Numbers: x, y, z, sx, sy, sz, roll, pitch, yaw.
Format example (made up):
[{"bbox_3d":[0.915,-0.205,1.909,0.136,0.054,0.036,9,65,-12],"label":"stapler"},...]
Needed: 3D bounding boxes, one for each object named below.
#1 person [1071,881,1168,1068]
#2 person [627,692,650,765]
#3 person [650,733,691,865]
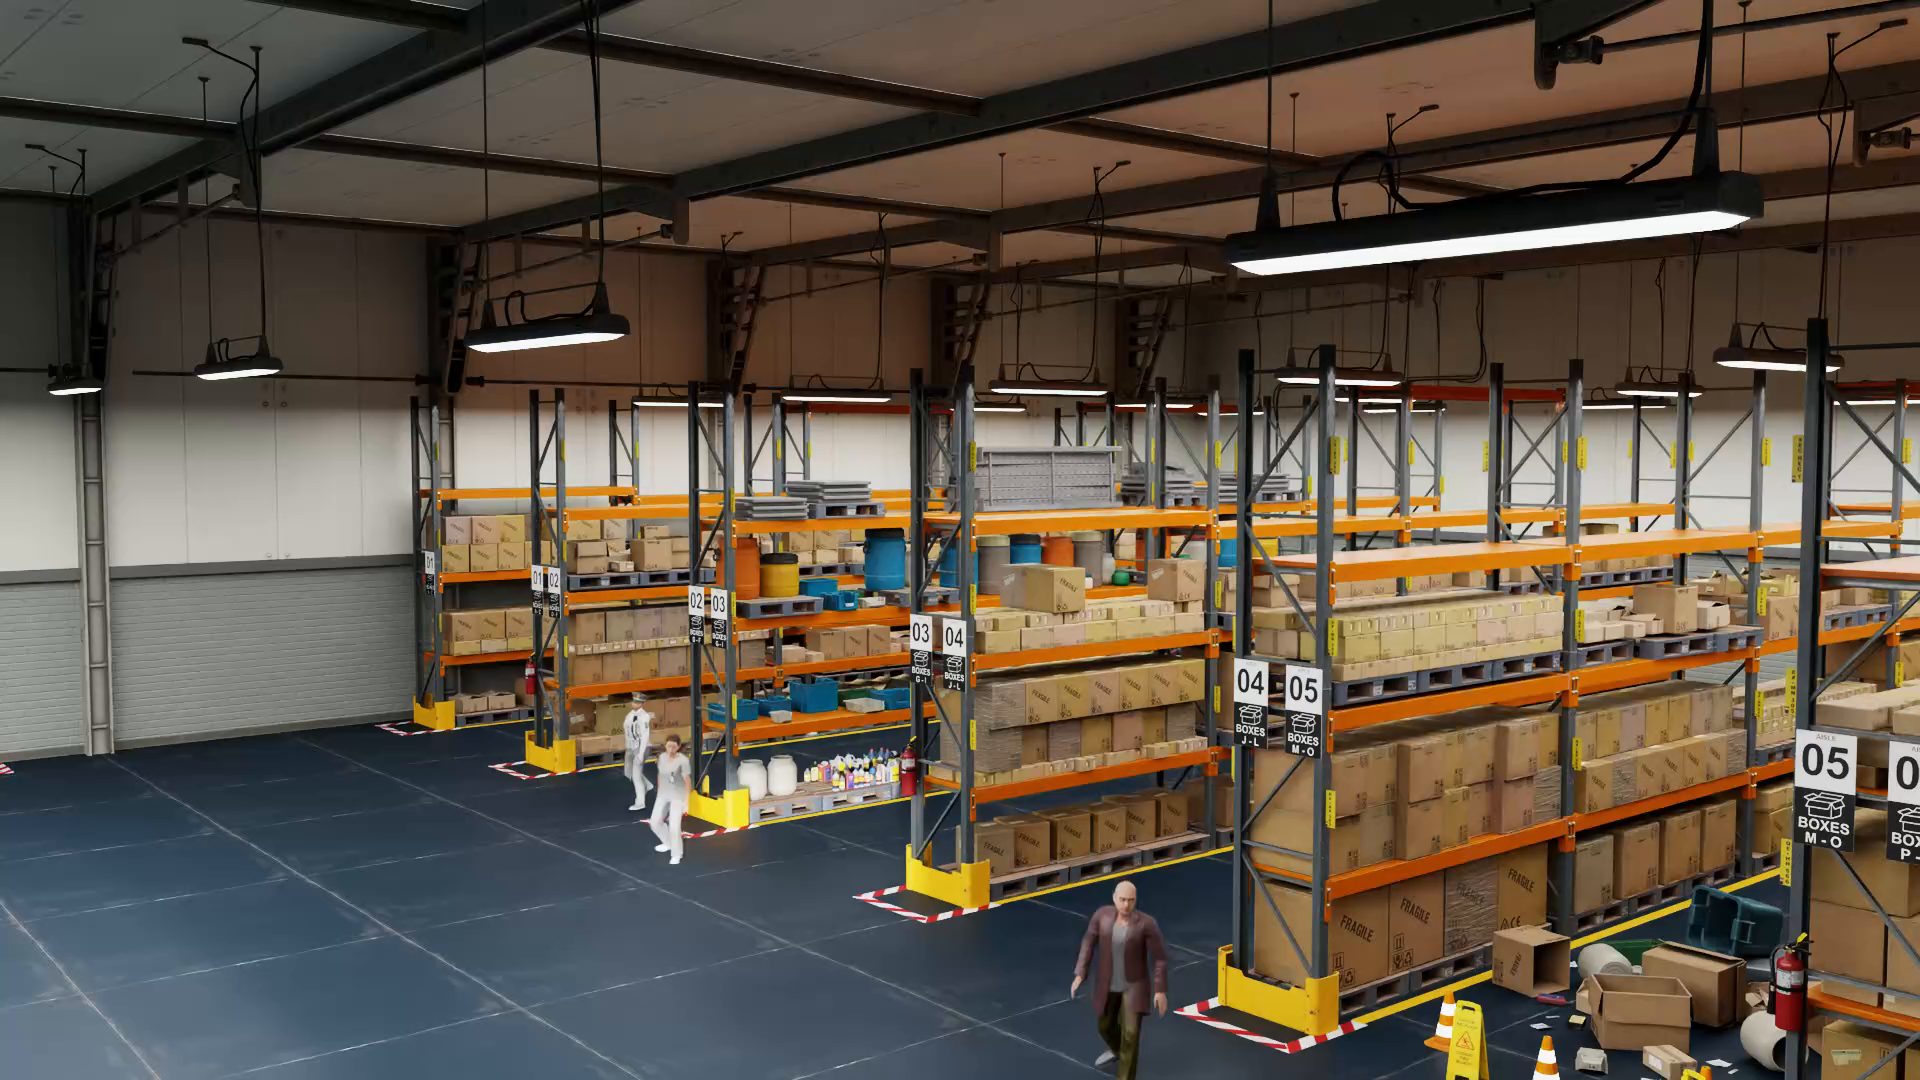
[{"bbox_3d":[1.316,3.533,13.302,0.779,1.708,0.909,1,4,19],"label":"person"},{"bbox_3d":[-4.537,2.620,23.370,0.318,0.990,0.567,-3,5,-44],"label":"person"},{"bbox_3d":[-3.515,3.157,20.387,0.586,1.644,0.550,1,3,15],"label":"person"}]
